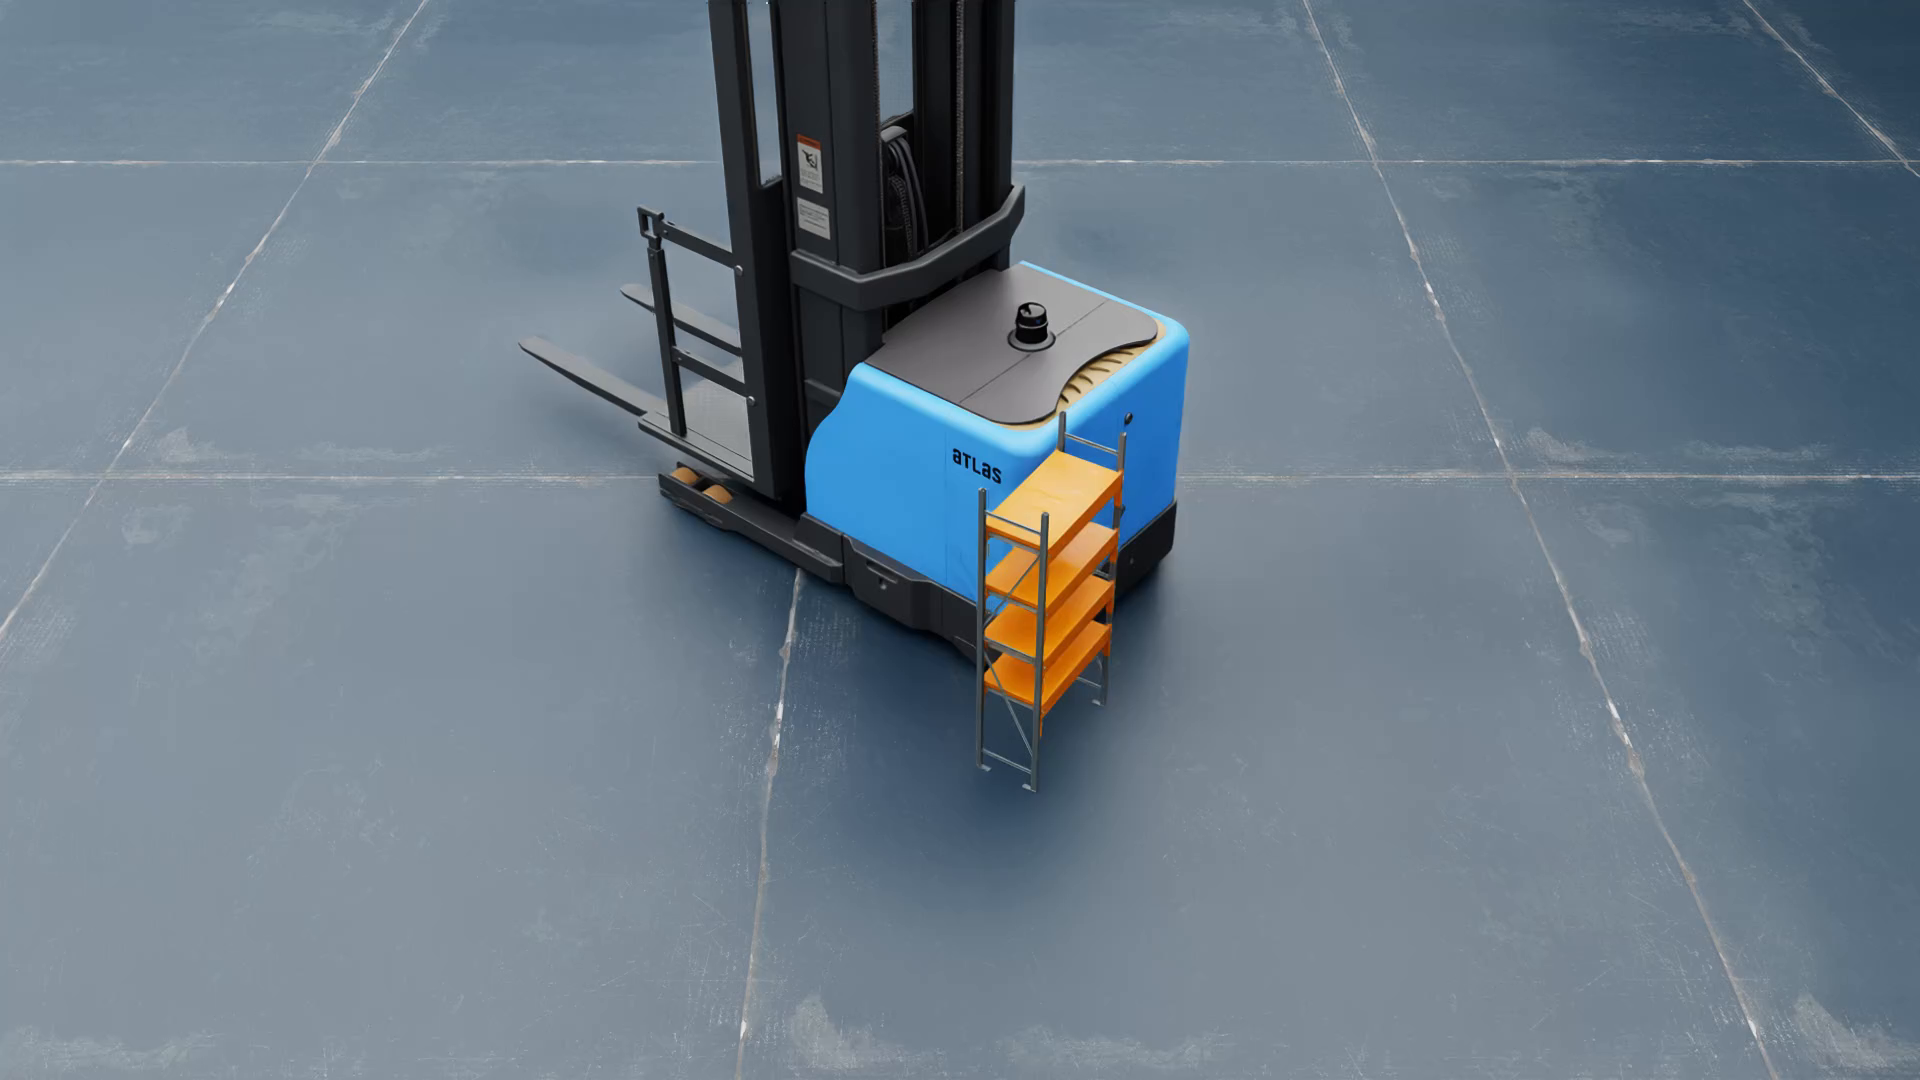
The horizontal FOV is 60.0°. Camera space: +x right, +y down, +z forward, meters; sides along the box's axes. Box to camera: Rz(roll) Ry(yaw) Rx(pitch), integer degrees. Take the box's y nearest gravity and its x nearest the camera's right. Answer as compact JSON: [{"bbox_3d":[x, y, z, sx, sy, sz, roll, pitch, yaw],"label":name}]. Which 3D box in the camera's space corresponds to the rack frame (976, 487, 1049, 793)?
[{"bbox_3d":[0.160,0.352,5.351,0.240,1.200,0.015,22,44,25],"label":"rack frame"}]

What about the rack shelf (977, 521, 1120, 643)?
[{"bbox_3d":[0.292,0.101,5.414,0.258,0.148,0.480,22,44,25],"label":"rack shelf"}]

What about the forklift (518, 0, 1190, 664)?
[{"bbox_3d":[-0.616,-1.430,6.190,3.031,2.935,1.130,27,46,29],"label":"forklift"}]

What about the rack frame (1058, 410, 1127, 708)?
[{"bbox_3d":[0.423,0.095,5.672,0.240,1.200,0.015,22,44,25],"label":"rack frame"}]

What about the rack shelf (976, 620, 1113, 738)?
[{"bbox_3d":[0.292,0.431,5.678,0.258,0.148,0.480,22,44,25],"label":"rack shelf"}]

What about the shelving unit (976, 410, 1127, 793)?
[{"bbox_3d":[0.292,0.223,5.512,0.258,1.200,0.503,22,44,25],"label":"shelving unit"}]

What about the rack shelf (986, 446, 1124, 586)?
[{"bbox_3d":[0.292,-0.083,5.266,0.258,0.148,0.480,22,44,25],"label":"rack shelf"}]

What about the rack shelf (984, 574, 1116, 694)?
[{"bbox_3d":[0.292,0.276,5.554,0.258,0.148,0.480,22,44,25],"label":"rack shelf"}]
